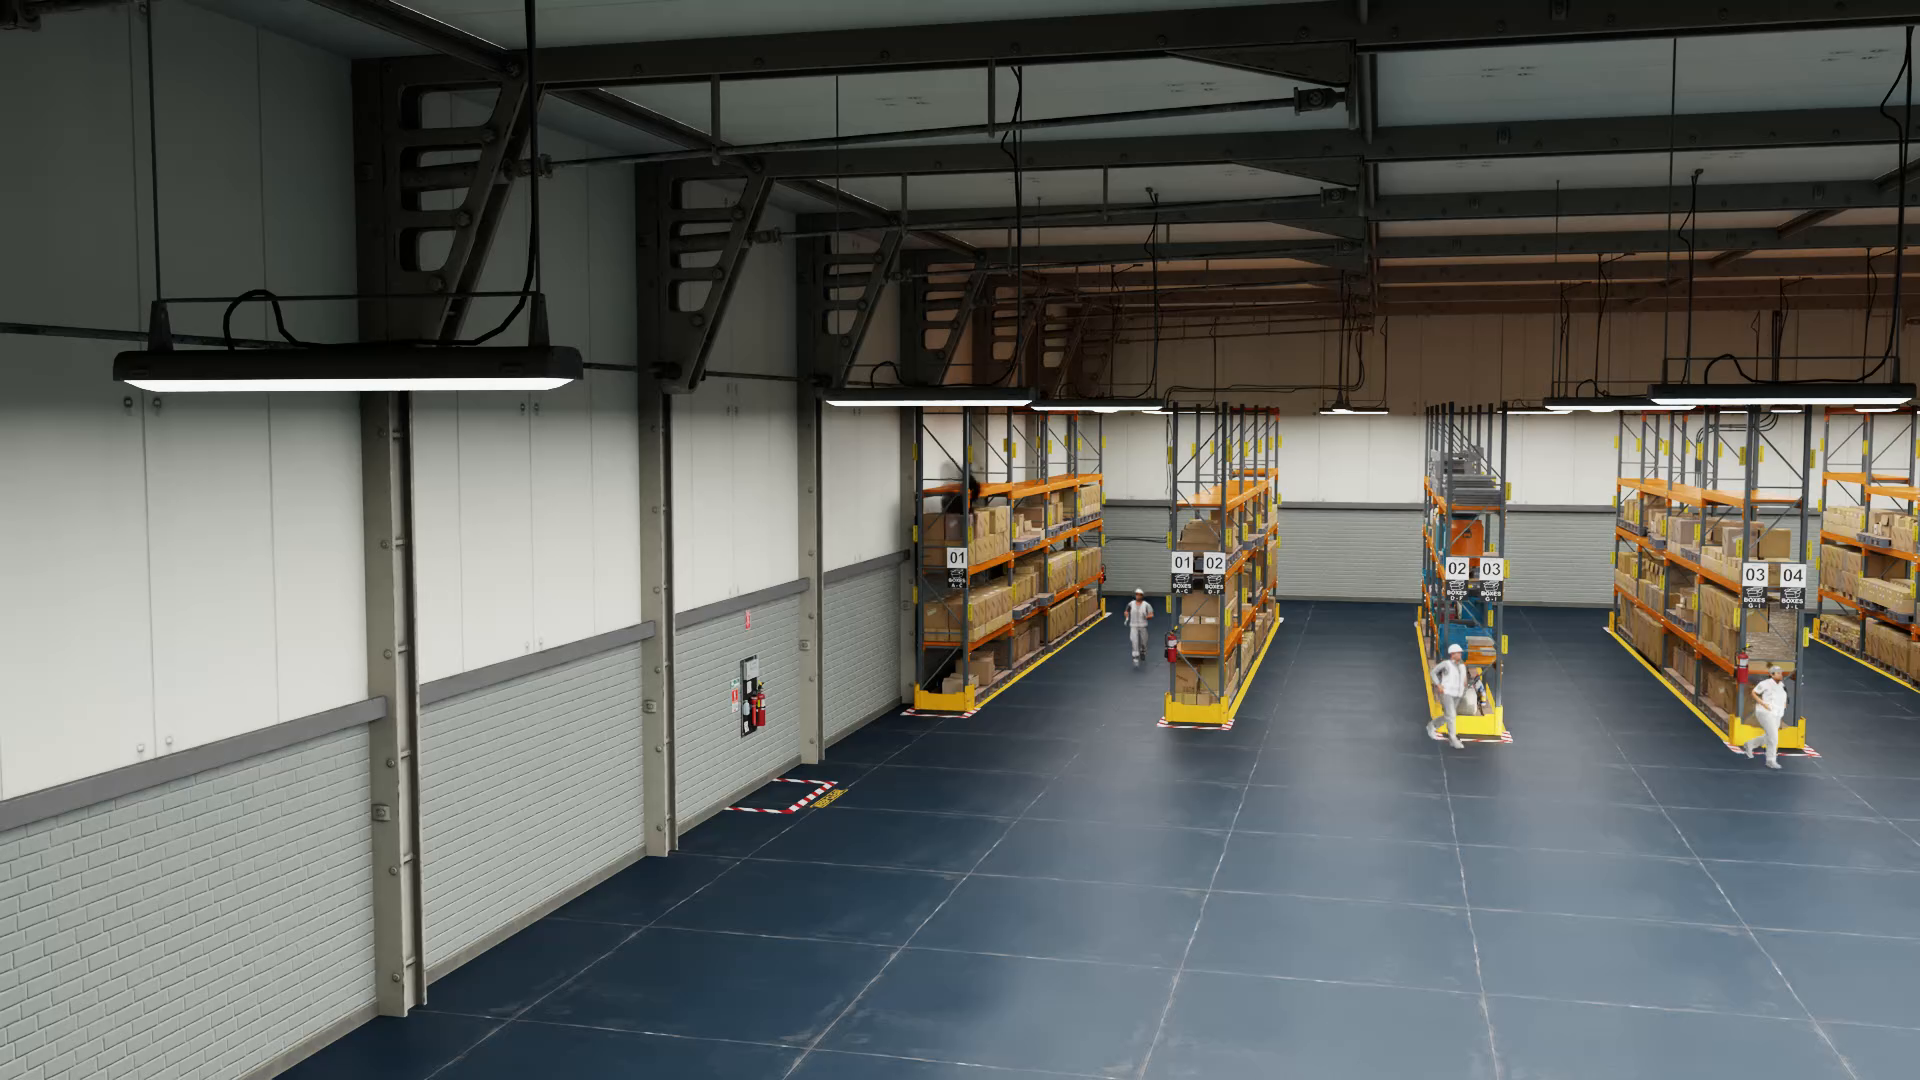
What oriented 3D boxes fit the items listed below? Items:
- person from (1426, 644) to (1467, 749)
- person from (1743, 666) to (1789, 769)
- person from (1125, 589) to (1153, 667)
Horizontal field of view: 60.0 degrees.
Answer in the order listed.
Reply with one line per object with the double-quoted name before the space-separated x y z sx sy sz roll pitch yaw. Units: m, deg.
"person" 8.569 2.681 28.981 0.689 1.737 0.981 -2 5 -29
"person" 13.385 2.897 27.503 0.648 1.654 0.813 -2 5 -24
"person" 4.100 2.008 38.166 0.667 1.768 0.963 1 4 8
